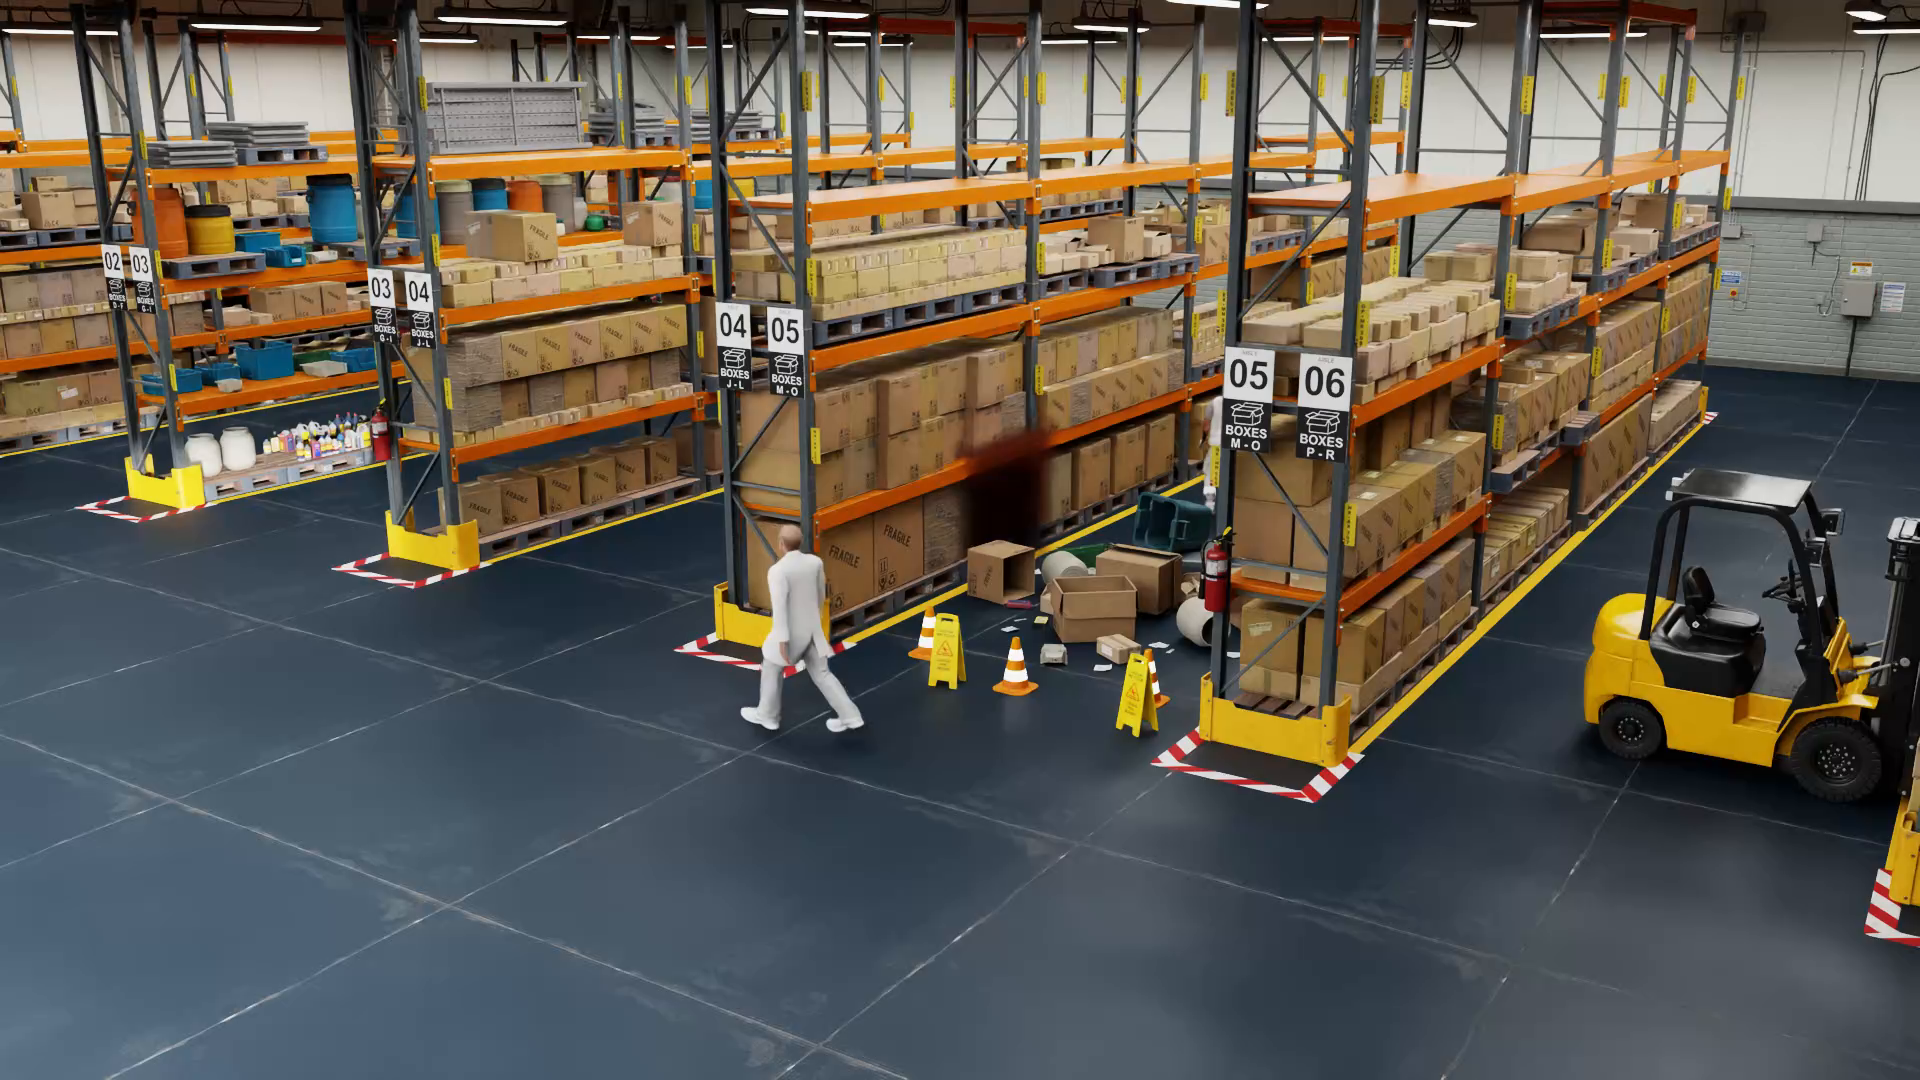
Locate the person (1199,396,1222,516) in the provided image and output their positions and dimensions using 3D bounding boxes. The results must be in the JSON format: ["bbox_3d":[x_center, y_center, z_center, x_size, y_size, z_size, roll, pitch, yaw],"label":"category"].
[{"bbox_3d":[3.161,-1.084,19.859,0.634,1.768,0.636,3,16,10],"label":"person"}]

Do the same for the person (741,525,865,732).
[{"bbox_3d":[-1.295,0.738,13.312,1.144,1.730,0.589,11,19,34],"label":"person"}]
